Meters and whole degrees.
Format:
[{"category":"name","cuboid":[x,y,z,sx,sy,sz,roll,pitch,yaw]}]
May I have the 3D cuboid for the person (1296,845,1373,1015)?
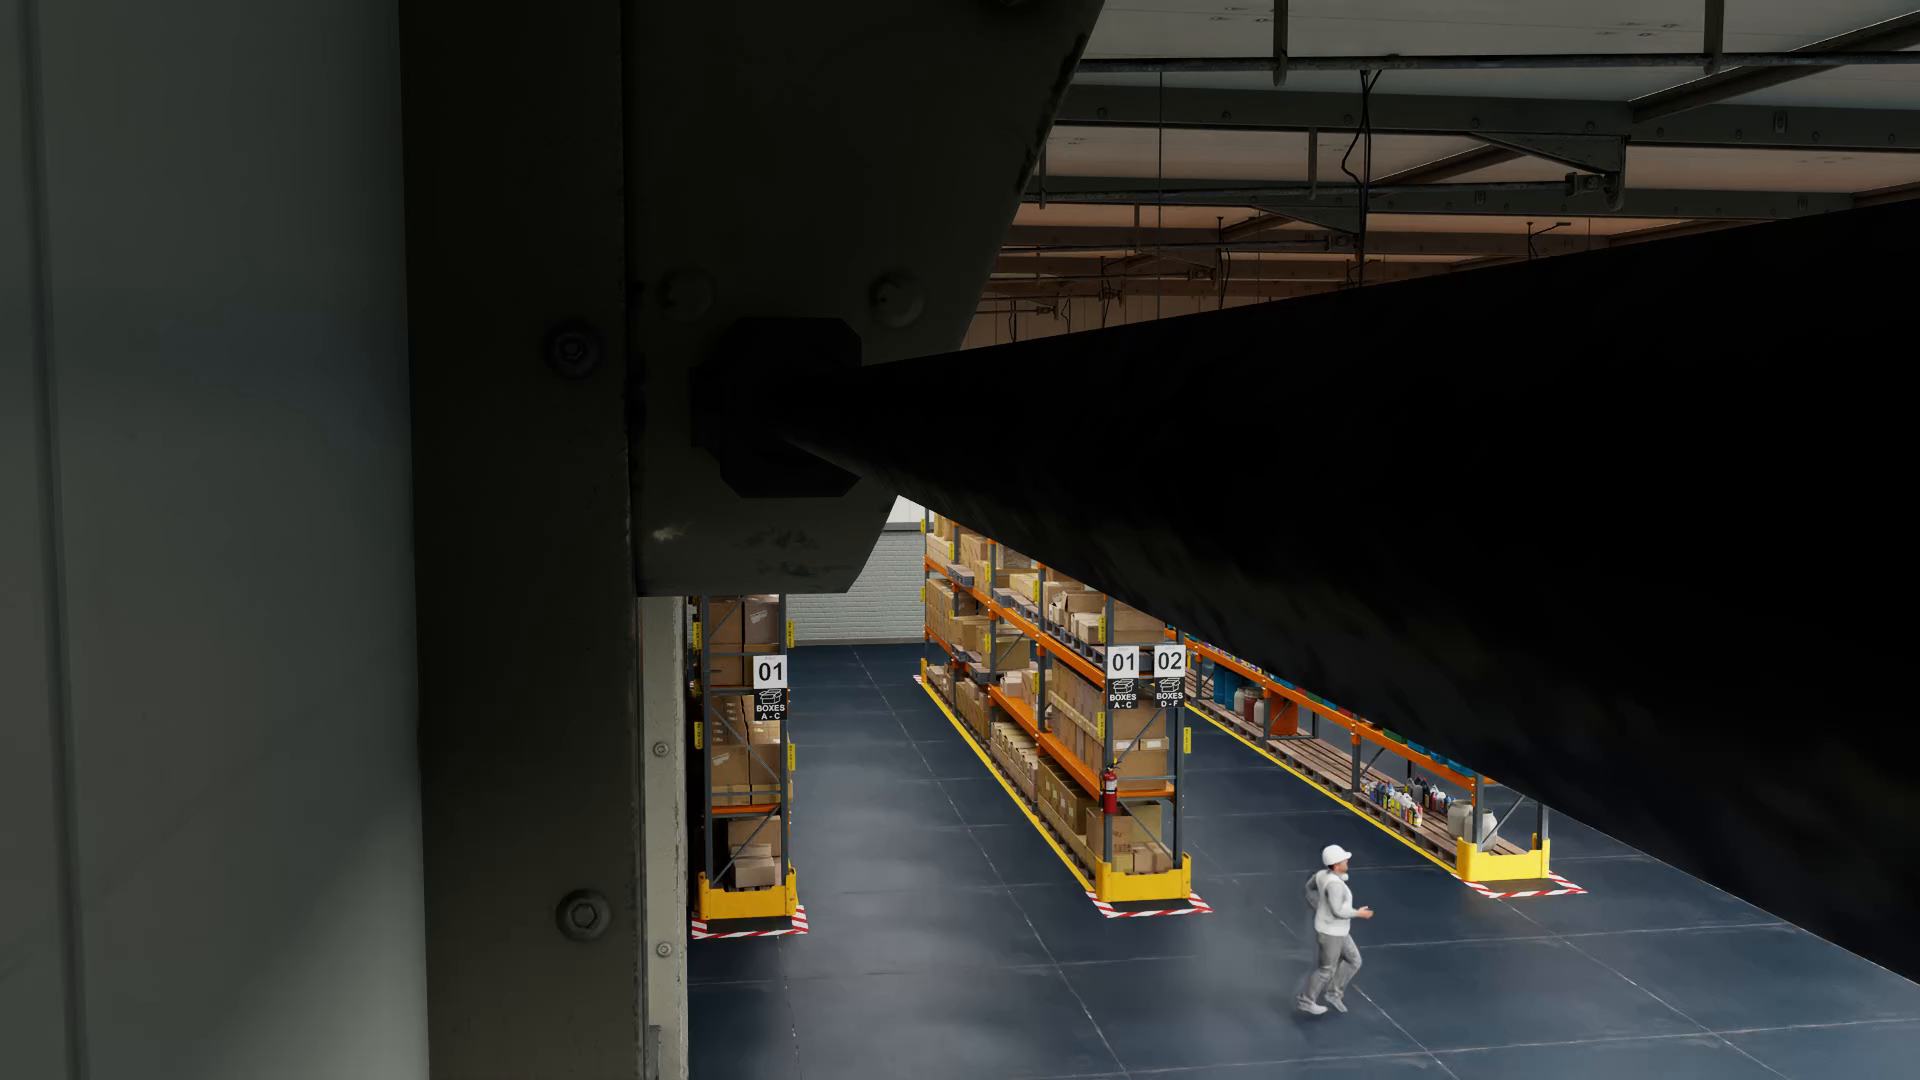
[{"category":"person","cuboid":[3.799,3.973,16.858,0.737,1.794,0.644,1,5,10]}]
